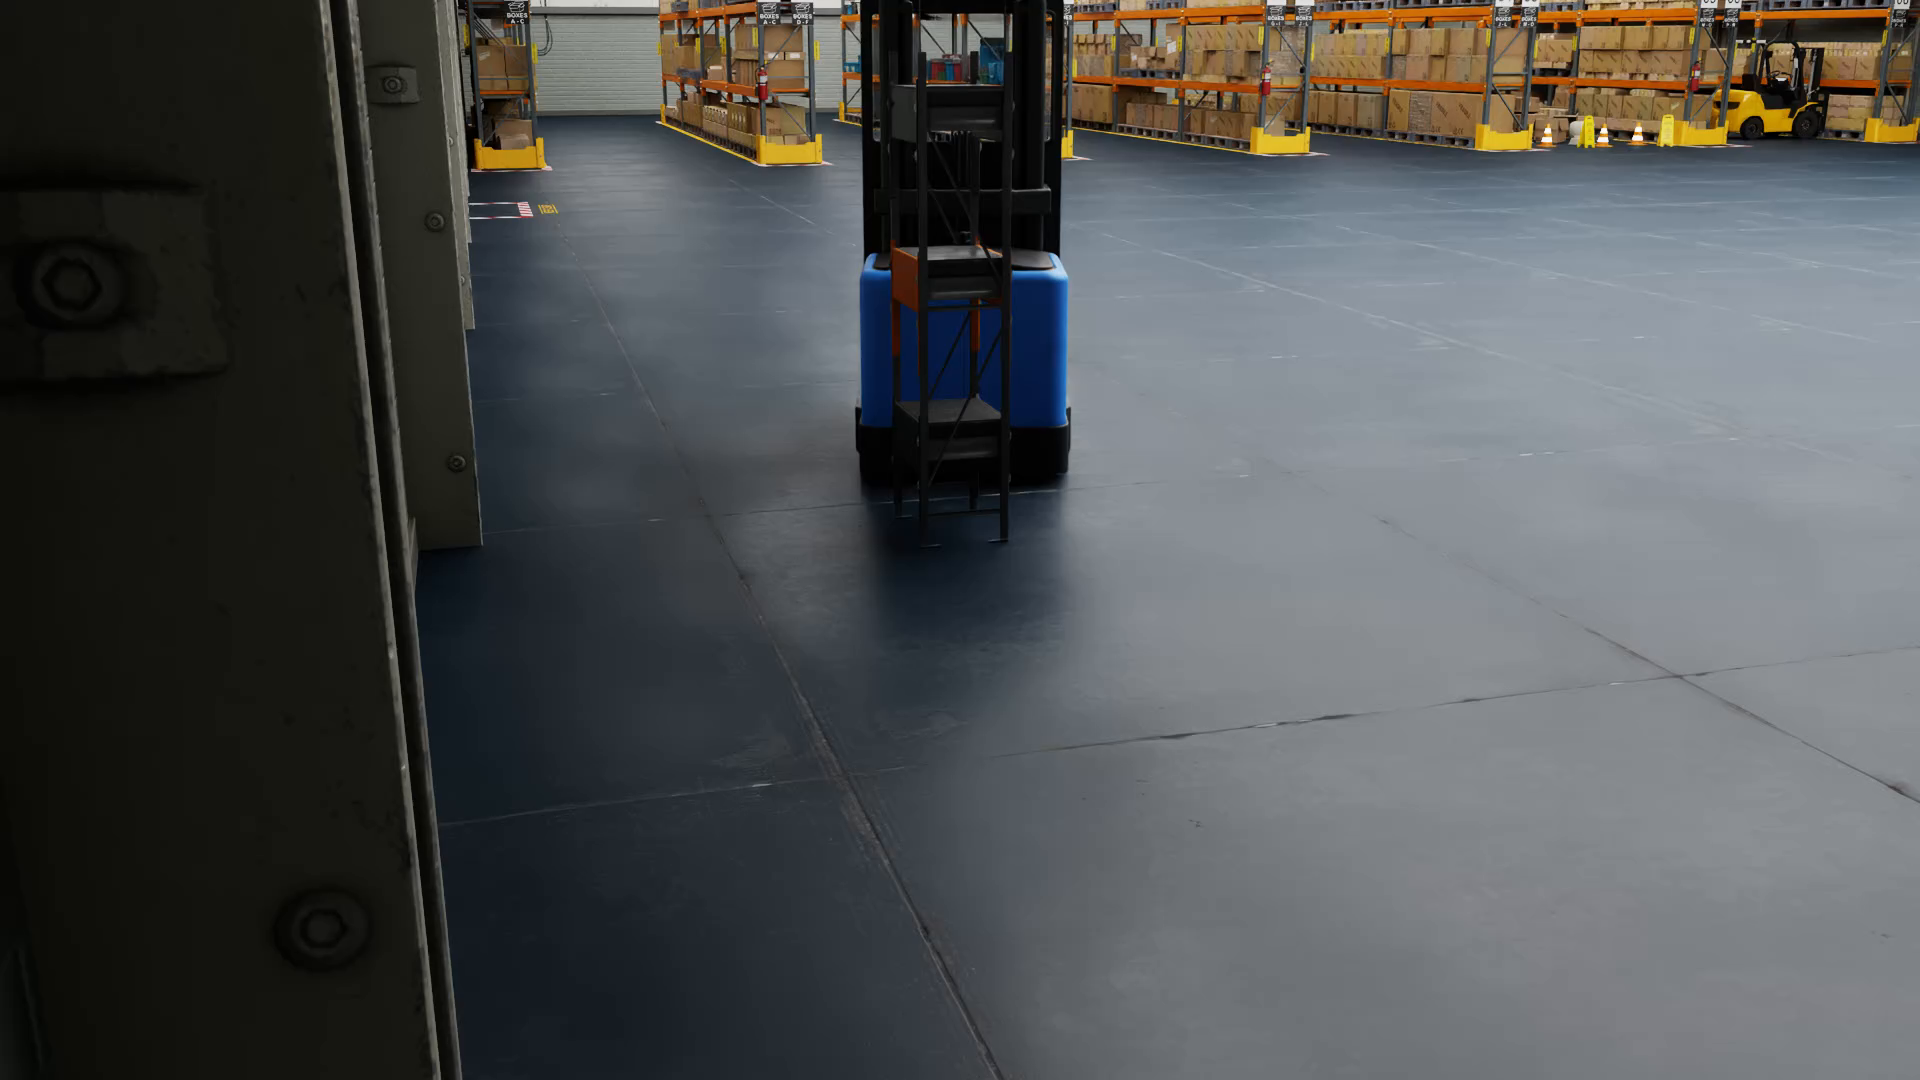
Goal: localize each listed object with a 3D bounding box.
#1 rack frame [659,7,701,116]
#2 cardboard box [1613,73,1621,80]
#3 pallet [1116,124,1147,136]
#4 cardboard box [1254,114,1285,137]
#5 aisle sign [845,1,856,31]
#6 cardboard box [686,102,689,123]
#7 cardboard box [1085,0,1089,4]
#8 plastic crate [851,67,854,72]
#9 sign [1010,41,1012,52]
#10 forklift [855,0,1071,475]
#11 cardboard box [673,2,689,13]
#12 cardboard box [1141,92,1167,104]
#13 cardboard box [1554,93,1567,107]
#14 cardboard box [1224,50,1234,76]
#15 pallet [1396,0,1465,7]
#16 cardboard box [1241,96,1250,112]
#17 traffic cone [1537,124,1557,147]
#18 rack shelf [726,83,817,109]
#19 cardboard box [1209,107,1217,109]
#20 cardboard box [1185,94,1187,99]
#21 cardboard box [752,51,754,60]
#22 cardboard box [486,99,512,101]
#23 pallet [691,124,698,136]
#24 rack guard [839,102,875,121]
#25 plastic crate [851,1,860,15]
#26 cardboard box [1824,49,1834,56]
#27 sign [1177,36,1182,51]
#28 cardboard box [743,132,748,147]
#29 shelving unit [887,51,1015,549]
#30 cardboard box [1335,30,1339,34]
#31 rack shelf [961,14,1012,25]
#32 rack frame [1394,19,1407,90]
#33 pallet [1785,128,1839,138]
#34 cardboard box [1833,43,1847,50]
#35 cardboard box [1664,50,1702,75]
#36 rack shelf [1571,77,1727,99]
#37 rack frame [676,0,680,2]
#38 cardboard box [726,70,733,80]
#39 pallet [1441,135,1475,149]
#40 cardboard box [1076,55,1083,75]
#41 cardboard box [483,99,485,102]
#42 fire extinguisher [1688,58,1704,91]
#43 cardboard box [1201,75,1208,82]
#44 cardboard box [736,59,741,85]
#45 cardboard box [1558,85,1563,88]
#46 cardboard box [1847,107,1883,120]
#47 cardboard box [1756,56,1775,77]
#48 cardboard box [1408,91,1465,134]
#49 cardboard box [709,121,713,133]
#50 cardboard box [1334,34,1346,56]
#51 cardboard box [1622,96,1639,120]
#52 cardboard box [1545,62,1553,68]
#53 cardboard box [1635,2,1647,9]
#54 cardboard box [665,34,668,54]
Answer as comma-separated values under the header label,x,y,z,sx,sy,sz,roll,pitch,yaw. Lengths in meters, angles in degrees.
label,x,y,z,sx,sy,sz,roll,pitch,yaw
rack frame,-7.527,-12.788,44.809,1.000,3.000,0.127,-5,17,-15
cardboard box,14.945,-10.447,37.453,0.380,0.149,0.250,-5,17,-15
pallet,4.410,-9.805,39.728,1.003,0.211,1.213,-5,17,-15
cardboard box,6.240,-8.322,33.558,0.500,0.500,0.500,-1,17,-5
aisle sign,-3.069,-14.420,45.724,0.394,0.787,0.004,-5,17,-15
cardboard box,-6.372,-10.395,40.425,0.500,0.500,0.500,-4,17,-14
cardboard box,3.363,-13.557,41.863,0.380,0.149,0.250,-5,18,-18
plastic crate,-2.817,-12.704,44.883,0.250,0.136,0.298,-5,17,-15
sign,1.463,-13.980,47.137,0.100,0.325,0.005,-5,17,-15
forklift,0.008,-2.096,9.334,1.130,2.935,3.031,0,17,0
cardboard box,-6.818,-13.160,41.094,0.500,0.250,0.500,-5,17,-15
cardboard box,4.566,-10.401,39.140,0.500,0.250,0.500,-3,17,-9
cardboard box,17.314,-12.493,47.443,0.500,0.500,0.500,-4,17,-13
cardboard box,5.922,-9.759,34.037,0.875,0.500,0.500,-5,17,-15
pallet,10.308,-11.782,36.401,1.003,0.211,1.213,-5,17,-15
cardboard box,7.843,-11.606,44.491,0.500,0.500,0.500,-4,17,-13
traffic cone,12.412,-8.553,35.120,0.336,0.463,0.334,-5,17,-15
rack shelf,-3.680,-8.571,32.021,1.077,0.370,4.000,-5,17,-15
cardboard box,7.175,-12.031,46.517,0.380,0.149,0.250,-5,17,-15
cardboard box,6.613,-12.883,48.318,0.380,0.149,0.250,-6,18,-18
cardboard box,-3.702,-9.097,31.220,0.380,0.149,0.250,-4,17,-14
cardboard box,-9.600,-9.055,34.661,0.500,0.250,0.500,-5,17,-16
pallet,-5.829,-9.786,39.663,1.003,0.211,1.213,-5,17,-15
rack guard,-2.783,-11.987,46.488,1.175,0.500,0.348,-5,17,-15
plastic crate,-2.608,-14.141,44.208,0.504,0.338,0.767,-5,17,-15
cardboard box,19.955,-11.106,37.911,0.380,0.149,0.250,-5,17,-15
sign,4.764,-10.760,36.047,0.100,0.325,0.005,-5,17,-15
cardboard box,-3.850,-7.647,31.744,0.500,0.250,0.500,-5,17,-15
shelving unit,-0.045,-1.051,7.302,0.431,2.100,0.503,-5,17,-15
cardboard box,11.358,-15.071,49.370,0.380,0.149,0.250,-4,17,-14
rack shelf,1.084,-10.398,32.890,1.077,0.370,4.000,-5,17,-15
rack frame,12.626,-13.247,46.338,1.000,3.000,0.127,-5,17,-15
pallet,20.114,-9.531,38.814,1.003,0.211,1.213,-5,17,-15
cardboard box,20.024,-11.179,37.634,0.380,0.149,0.250,-4,17,-14
cardboard box,15.510,-10.246,35.658,0.500,0.500,0.500,-5,17,-16
rack shelf,15.374,-10.136,37.233,1.077,0.370,4.000,-5,17,-15
rack frame,-6.428,-14.554,40.263,1.000,3.000,0.127,-5,17,-15
cardboard box,-4.648,-9.633,34.540,0.396,0.266,0.258,-5,17,-17
pallet,10.897,-8.388,35.009,1.003,0.211,1.213,-5,17,-15
cardboard box,3.260,-12.087,42.303,0.500,0.500,0.500,-5,17,-17
cardboard box,-11.448,-10.762,40.555,0.380,0.149,0.250,-5,17,-16
fire extinguisher,15.512,-9.823,35.072,0.296,0.674,0.183,-5,17,-15
cardboard box,5.325,-9.769,35.197,0.380,0.149,0.250,-5,17,-15
cardboard box,-4.102,-9.394,33.338,0.700,0.500,0.500,-5,17,-17
cardboard box,17.299,-12.982,47.427,0.380,0.149,0.250,-5,17,-16
cardboard box,20.261,-9.555,37.227,0.500,0.250,0.500,-5,17,-16
cardboard box,19.467,-11.332,39.790,0.500,0.500,0.500,-5,17,-17
cardboard box,10.450,-9.370,36.394,0.875,0.875,0.875,-5,17,-15
cardboard box,-5.180,-9.009,36.278,0.500,0.250,0.500,-5,17,-17
cardboard box,9.391,-11.841,39.747,0.700,0.500,0.500,-5,17,-16
cardboard box,15.175,-9.656,37.131,0.500,0.500,0.500,-5,17,-17
cardboard box,14.257,-11.378,39.824,0.380,0.149,0.250,-5,17,-16
cardboard box,15.092,-11.742,36.550,0.380,0.149,0.250,-5,17,-16
cardboard box,-7.375,-12.888,43.232,0.500,0.500,0.500,-4,17,-14
